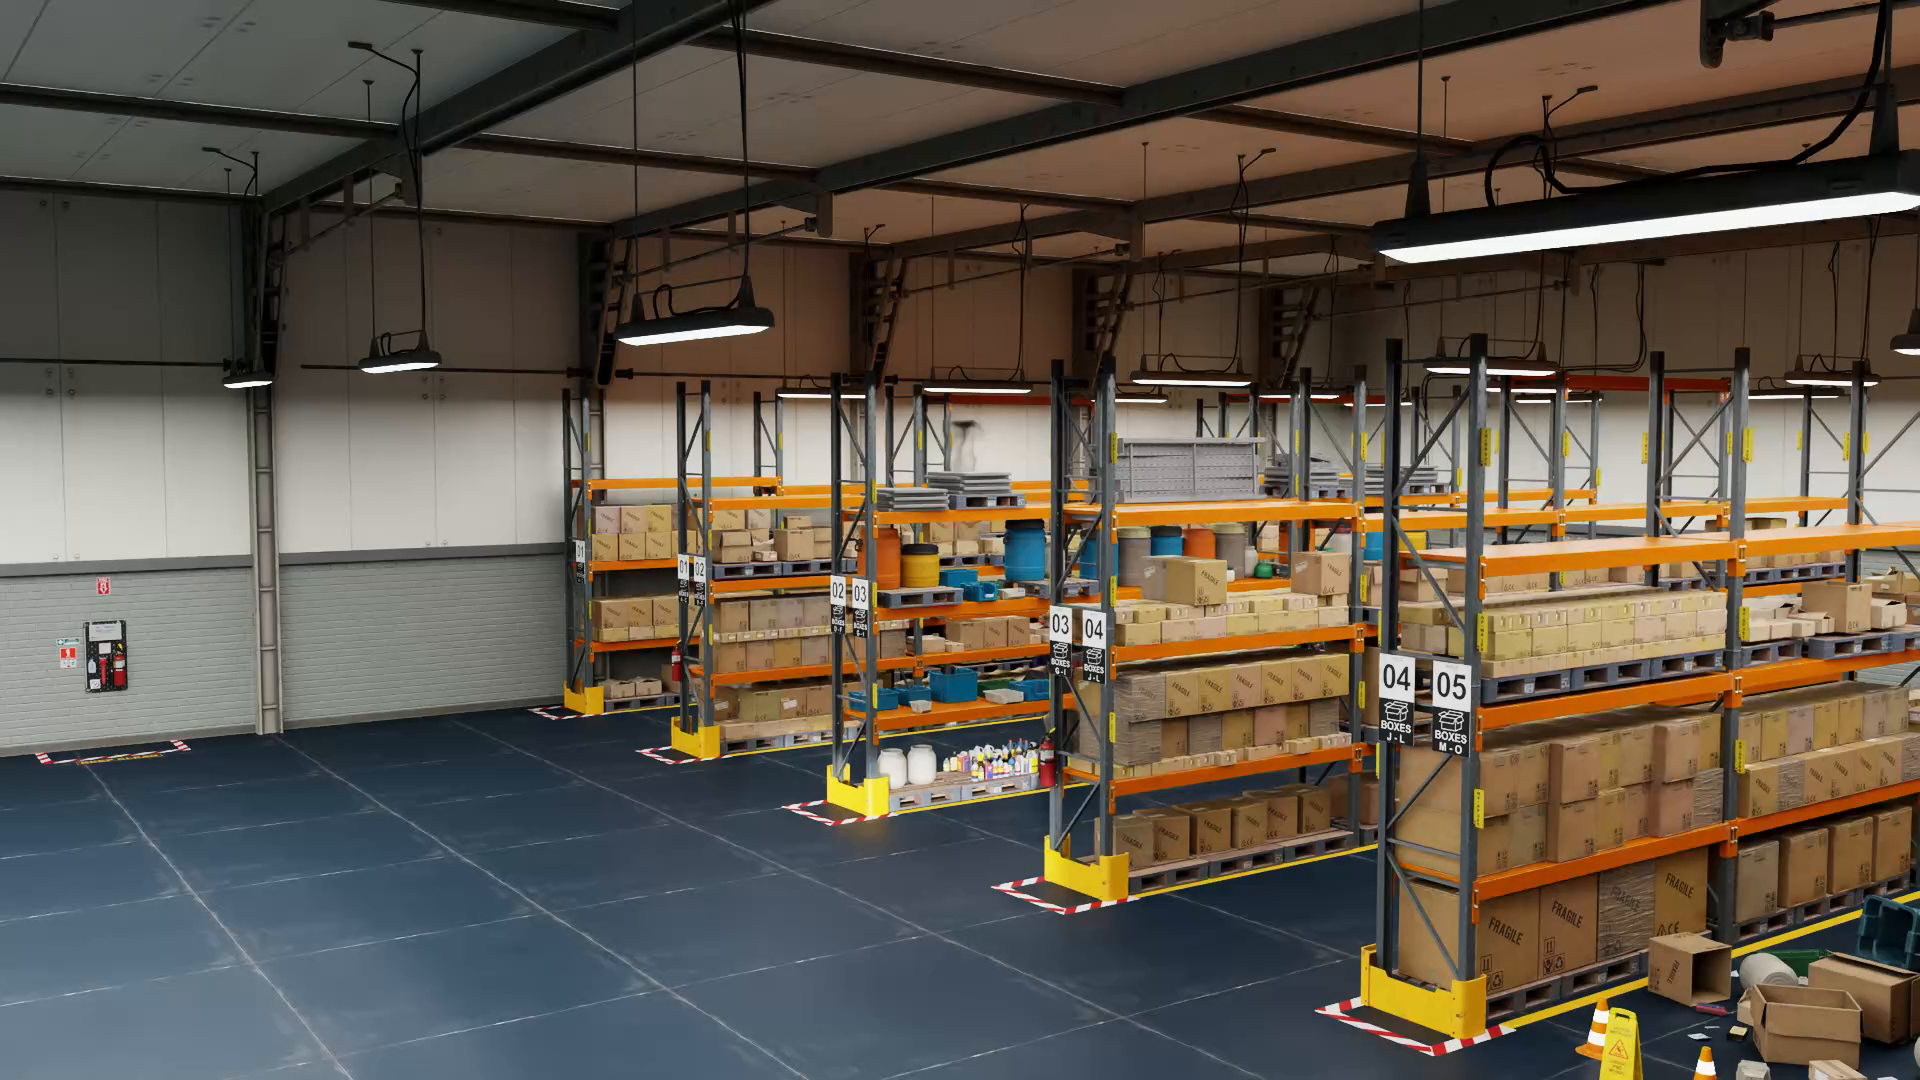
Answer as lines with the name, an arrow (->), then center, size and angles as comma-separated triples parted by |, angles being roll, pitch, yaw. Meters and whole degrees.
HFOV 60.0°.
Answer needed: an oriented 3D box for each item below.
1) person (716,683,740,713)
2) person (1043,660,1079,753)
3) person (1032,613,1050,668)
person -> -4.189, 2.529, 29.424 | 0.636, 1.497, 0.862 | 2, 4, 27
person -> 1.635, 2.679, 26.604 | 0.820, 1.623, 0.732 | -2, 4, -25
person -> 1.746, 2.254, 32.971 | 0.827, 1.631, 0.591 | -3, 5, -37
